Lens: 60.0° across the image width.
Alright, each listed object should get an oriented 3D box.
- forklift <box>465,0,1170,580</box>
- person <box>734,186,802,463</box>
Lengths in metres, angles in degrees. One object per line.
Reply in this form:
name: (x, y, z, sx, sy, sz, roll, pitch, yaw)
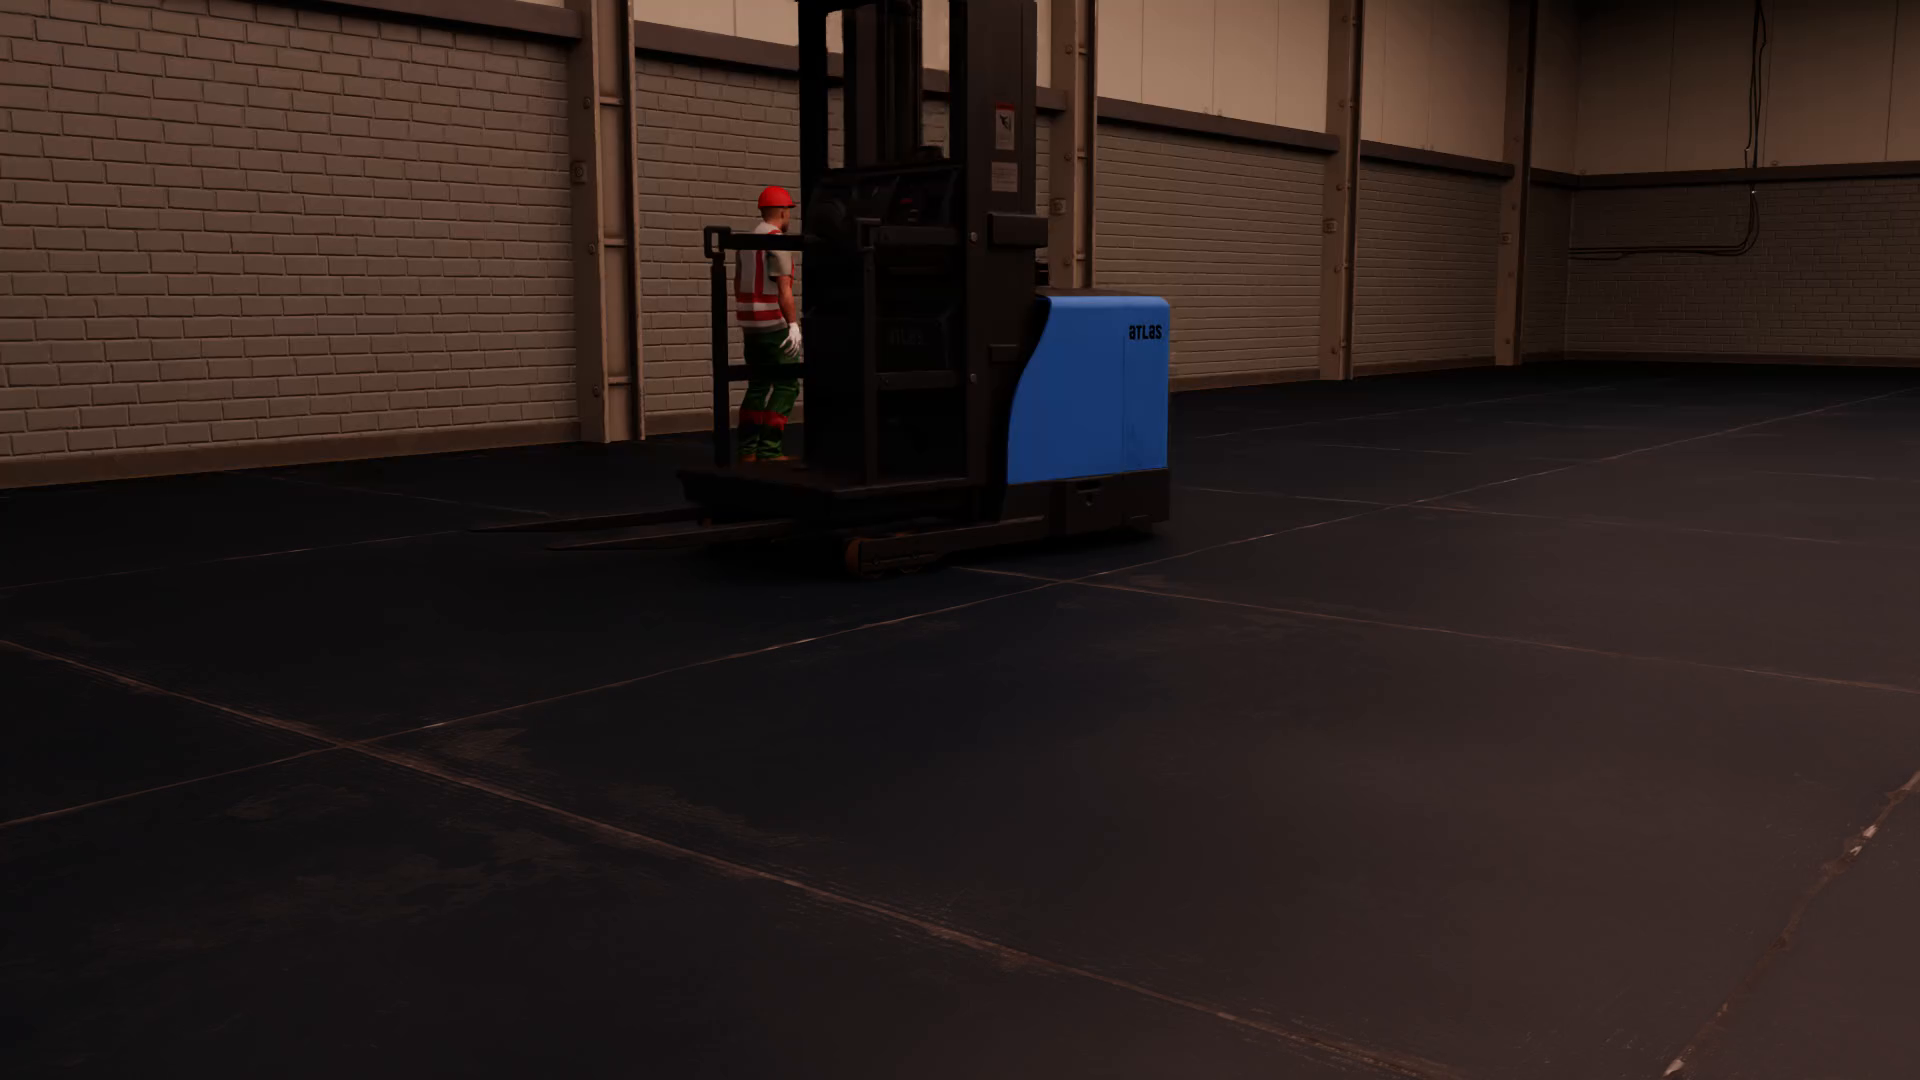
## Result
forklift: (-0.484, -1.382, 6.725, 3.031, 2.935, 1.130, -7, 11, -42)
person: (-1.198, -1.349, 10.555, 0.411, 1.760, 0.794, -6, 11, -38)
